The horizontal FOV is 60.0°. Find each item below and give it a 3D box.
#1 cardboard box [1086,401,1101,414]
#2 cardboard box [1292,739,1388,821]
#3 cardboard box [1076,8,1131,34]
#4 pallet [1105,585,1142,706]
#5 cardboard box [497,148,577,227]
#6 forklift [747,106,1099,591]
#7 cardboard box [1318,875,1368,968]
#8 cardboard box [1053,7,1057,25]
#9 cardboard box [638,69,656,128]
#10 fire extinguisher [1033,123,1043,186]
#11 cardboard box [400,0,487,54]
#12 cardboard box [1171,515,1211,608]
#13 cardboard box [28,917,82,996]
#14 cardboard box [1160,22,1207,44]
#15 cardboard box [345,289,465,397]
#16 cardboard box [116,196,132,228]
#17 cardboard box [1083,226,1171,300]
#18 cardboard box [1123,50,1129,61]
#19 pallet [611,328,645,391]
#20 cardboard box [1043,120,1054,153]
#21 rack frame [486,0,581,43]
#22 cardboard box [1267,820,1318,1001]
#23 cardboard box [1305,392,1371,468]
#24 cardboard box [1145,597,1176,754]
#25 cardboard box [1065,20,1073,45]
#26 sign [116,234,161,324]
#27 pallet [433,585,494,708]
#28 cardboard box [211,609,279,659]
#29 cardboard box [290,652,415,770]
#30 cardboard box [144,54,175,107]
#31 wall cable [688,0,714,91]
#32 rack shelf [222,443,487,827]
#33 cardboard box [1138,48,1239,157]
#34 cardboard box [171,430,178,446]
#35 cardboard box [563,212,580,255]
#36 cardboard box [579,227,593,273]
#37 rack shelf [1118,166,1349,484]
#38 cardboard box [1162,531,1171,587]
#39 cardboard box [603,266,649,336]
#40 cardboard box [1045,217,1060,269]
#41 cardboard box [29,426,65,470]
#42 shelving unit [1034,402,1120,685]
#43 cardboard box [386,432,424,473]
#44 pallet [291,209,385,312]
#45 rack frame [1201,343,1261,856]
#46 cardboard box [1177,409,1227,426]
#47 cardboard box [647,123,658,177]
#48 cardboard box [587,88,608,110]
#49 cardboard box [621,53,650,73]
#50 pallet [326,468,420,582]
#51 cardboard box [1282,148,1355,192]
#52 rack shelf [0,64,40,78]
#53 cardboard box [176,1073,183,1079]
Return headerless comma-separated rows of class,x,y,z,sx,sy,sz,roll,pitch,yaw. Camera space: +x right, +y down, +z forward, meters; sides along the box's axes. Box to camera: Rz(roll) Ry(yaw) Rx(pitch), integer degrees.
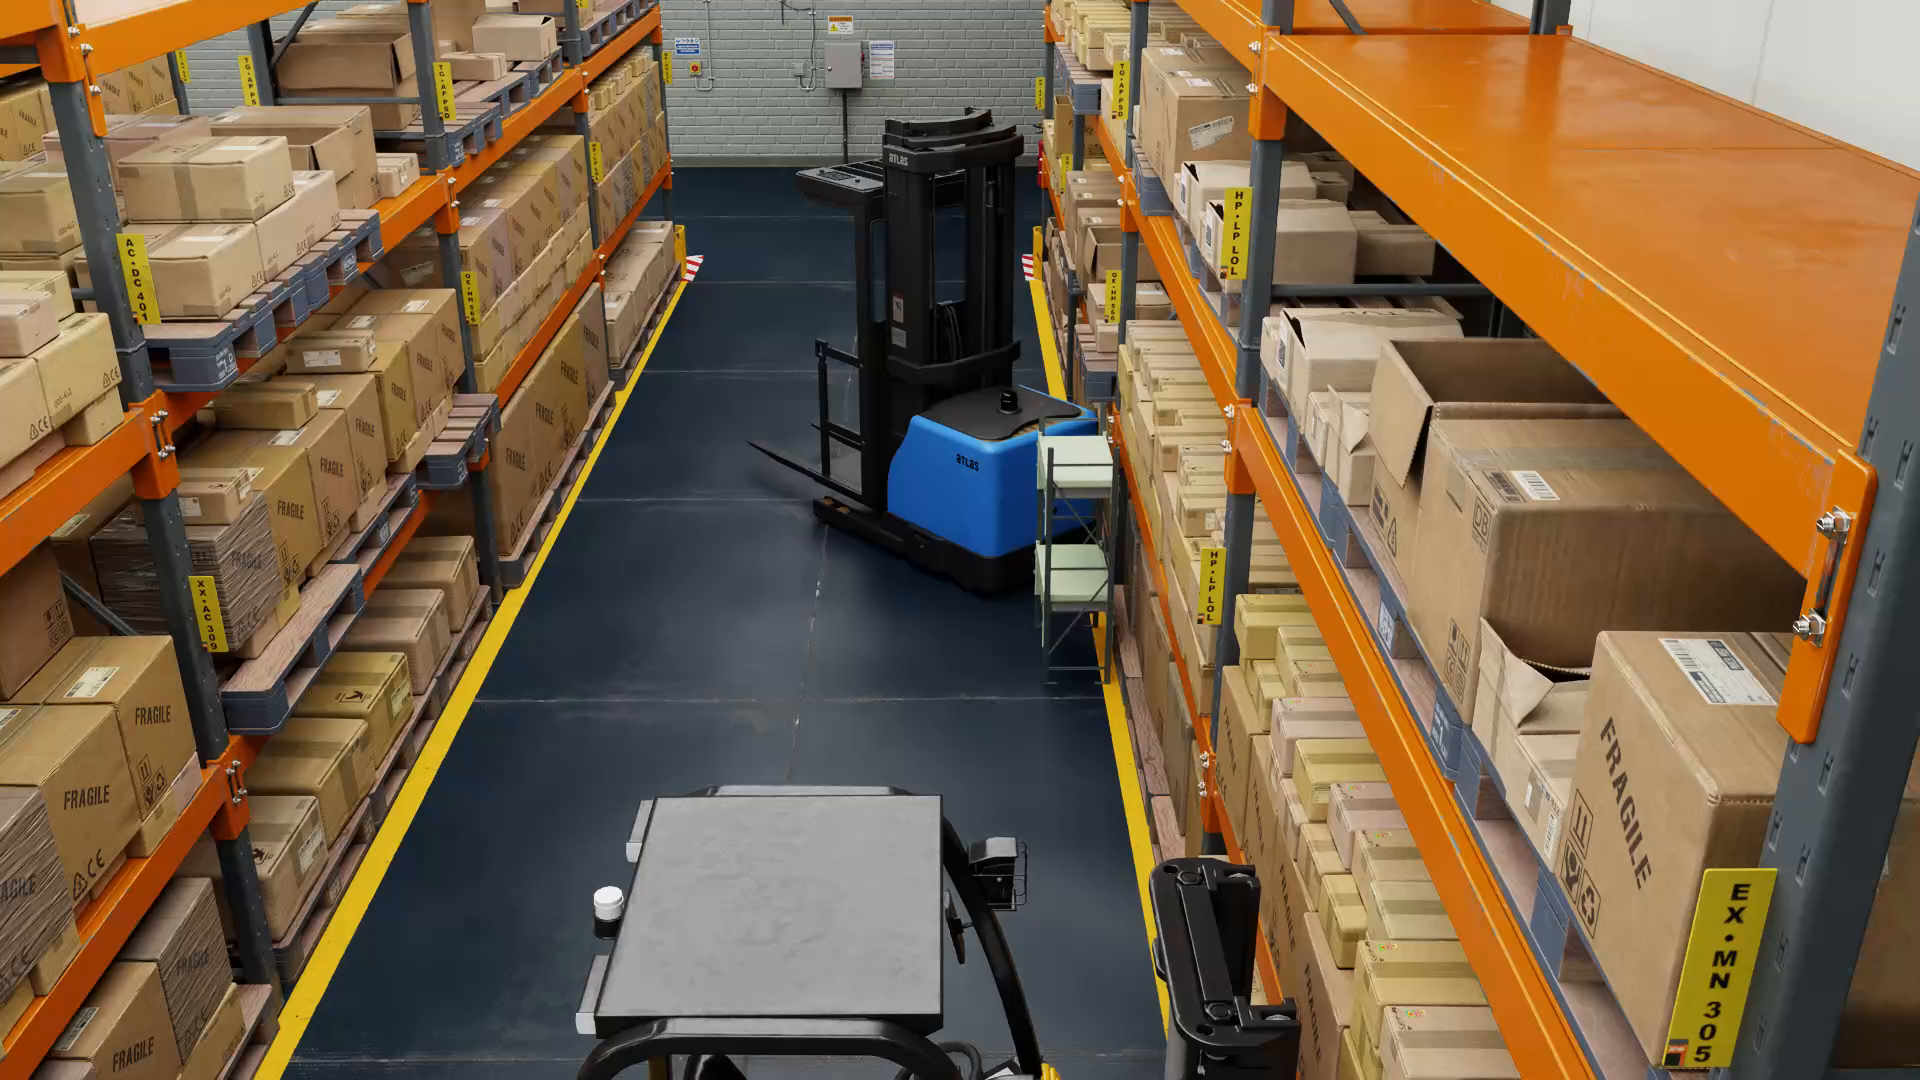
cardboard box,1.224,-0.846,12.504,0.500,0.500,0.500,-1,24,-2
cardboard box,1.256,0.746,5.191,0.380,0.149,0.250,-1,24,-1
cardboard box,1.056,-3.812,12.211,0.380,0.149,0.250,-1,24,-1
pallet,1.441,0.626,10.110,1.003,0.211,1.213,0,24,-1
cardboard box,-3.267,-2.714,12.775,0.500,0.500,0.500,0,24,0
forklift,-0.411,-1.529,11.574,1.130,2.935,3.031,-20,31,-37
cardboard box,1.252,1.093,4.785,0.380,0.149,0.250,-1,24,-2
cardboard box,1.079,-4.976,15.777,0.380,0.149,0.250,0,24,-1
cardboard box,-3.301,-4.345,16.383,0.500,0.500,0.500,0,24,0
fire extinguisher,0.920,-4.134,17.797,0.296,0.674,0.183,0,24,-1
cardboard box,-3.816,-3.848,12.347,0.500,0.500,0.500,-1,24,-2
cardboard box,1.241,0.091,7.483,0.500,0.250,0.500,-1,24,-2
cardboard box,-3.126,1.352,5.425,0.380,0.149,0.250,-1,24,-1
cardboard box,1.590,-3.499,11.520,0.380,0.149,0.250,0,24,1
cardboard box,-3.209,-1.147,9.653,0.500,0.500,0.500,-1,24,-2
cardboard box,-3.600,-1.250,6.907,0.500,0.250,0.500,0,24,0
cardboard box,1.268,-1.894,11.664,0.797,0.503,0.637,-1,24,-2
cardboard box,1.221,-2.958,10.348,0.380,0.149,0.250,-1,24,-2
pallet,-3.466,-1.652,15.146,1.003,0.211,1.213,0,24,-1
cardboard box,1.119,-4.160,17.128,0.500,0.250,0.500,0,24,0
rack frame,-3.536,-5.342,12.641,1.000,3.000,0.127,0,24,-1
cardboard box,1.287,1.226,5.279,0.500,0.500,0.500,0,24,-1
cardboard box,1.224,-0.322,4.856,0.380,0.149,0.250,0,24,1
cardboard box,1.487,0.710,8.912,0.875,0.625,0.625,-1,24,-3
cardboard box,1.001,-3.890,12.745,0.380,0.149,0.250,0,24,0
sign,-2.906,-0.920,5.877,0.100,0.325,0.005,0,24,-1
pallet,-3.485,0.632,10.096,1.003,0.211,1.213,0,24,-1
cardboard box,-3.139,0.382,7.061,0.380,0.149,0.250,0,24,0
cardboard box,-3.478,0.895,8.810,0.950,0.372,0.625,1,24,1
cardboard box,-8.275,-4.642,16.678,0.500,0.500,0.500,-1,24,-2
wall cable,-3.665,-7.057,22.443,0.585,1.953,0.123,0,24,-1
rack shelf,-3.471,0.192,8.559,1.077,0.370,4.000,0,24,-1
cardboard box,1.235,-2.334,8.878,0.500,0.500,0.500,0,24,0
cardboard box,-3.700,-0.453,7.333,0.380,0.149,0.250,-1,24,-2
cardboard box,-3.275,-2.382,12.951,0.500,0.250,0.500,0,24,1
cardboard box,-3.279,-2.357,13.502,0.500,0.250,0.500,-1,24,-2
rack shelf,1.493,-1.199,7.994,1.077,0.370,4.000,0,24,-1
cardboard box,1.262,0.114,8.040,0.500,0.250,0.500,0,24,0
cardboard box,-3.446,-2.261,15.708,0.875,0.438,0.875,-1,24,-2
cardboard box,1.296,-3.082,17.444,0.797,0.503,0.637,-1,24,-3
cardboard box,-3.226,-0.331,5.507,0.380,0.149,0.250,0,24,0
shelving unit,0.681,0.019,9.888,0.431,1.500,0.755,0,24,-1
cardboard box,-3.119,-0.472,8.950,0.380,0.149,0.250,0,24,0
pallet,-3.363,-1.275,7.518,1.213,0.211,1.003,0,24,-1
rack frame,1.515,0.664,6.642,1.000,3.000,0.127,0,24,-1
cardboard box,1.304,-0.554,8.427,0.380,0.149,0.250,0,24,-1
cardboard box,-3.319,-3.898,16.607,0.500,0.500,0.500,-1,24,-2
cardboard box,-3.285,-3.850,14.500,0.380,0.149,0.250,0,24,-1
cardboard box,-3.262,-4.696,16.371,0.380,0.149,0.250,0,24,-1
pallet,-3.430,-0.057,8.470,1.003,0.211,1.213,0,24,-1
cardboard box,1.705,-1.805,8.113,0.380,0.166,0.250,0,24,-1
rack shelf,-8.506,-4.408,15.089,1.077,0.370,4.000,0,24,-1
cardboard box,-3.158,2.211,6.048,0.500,0.250,0.500,-1,24,-2
